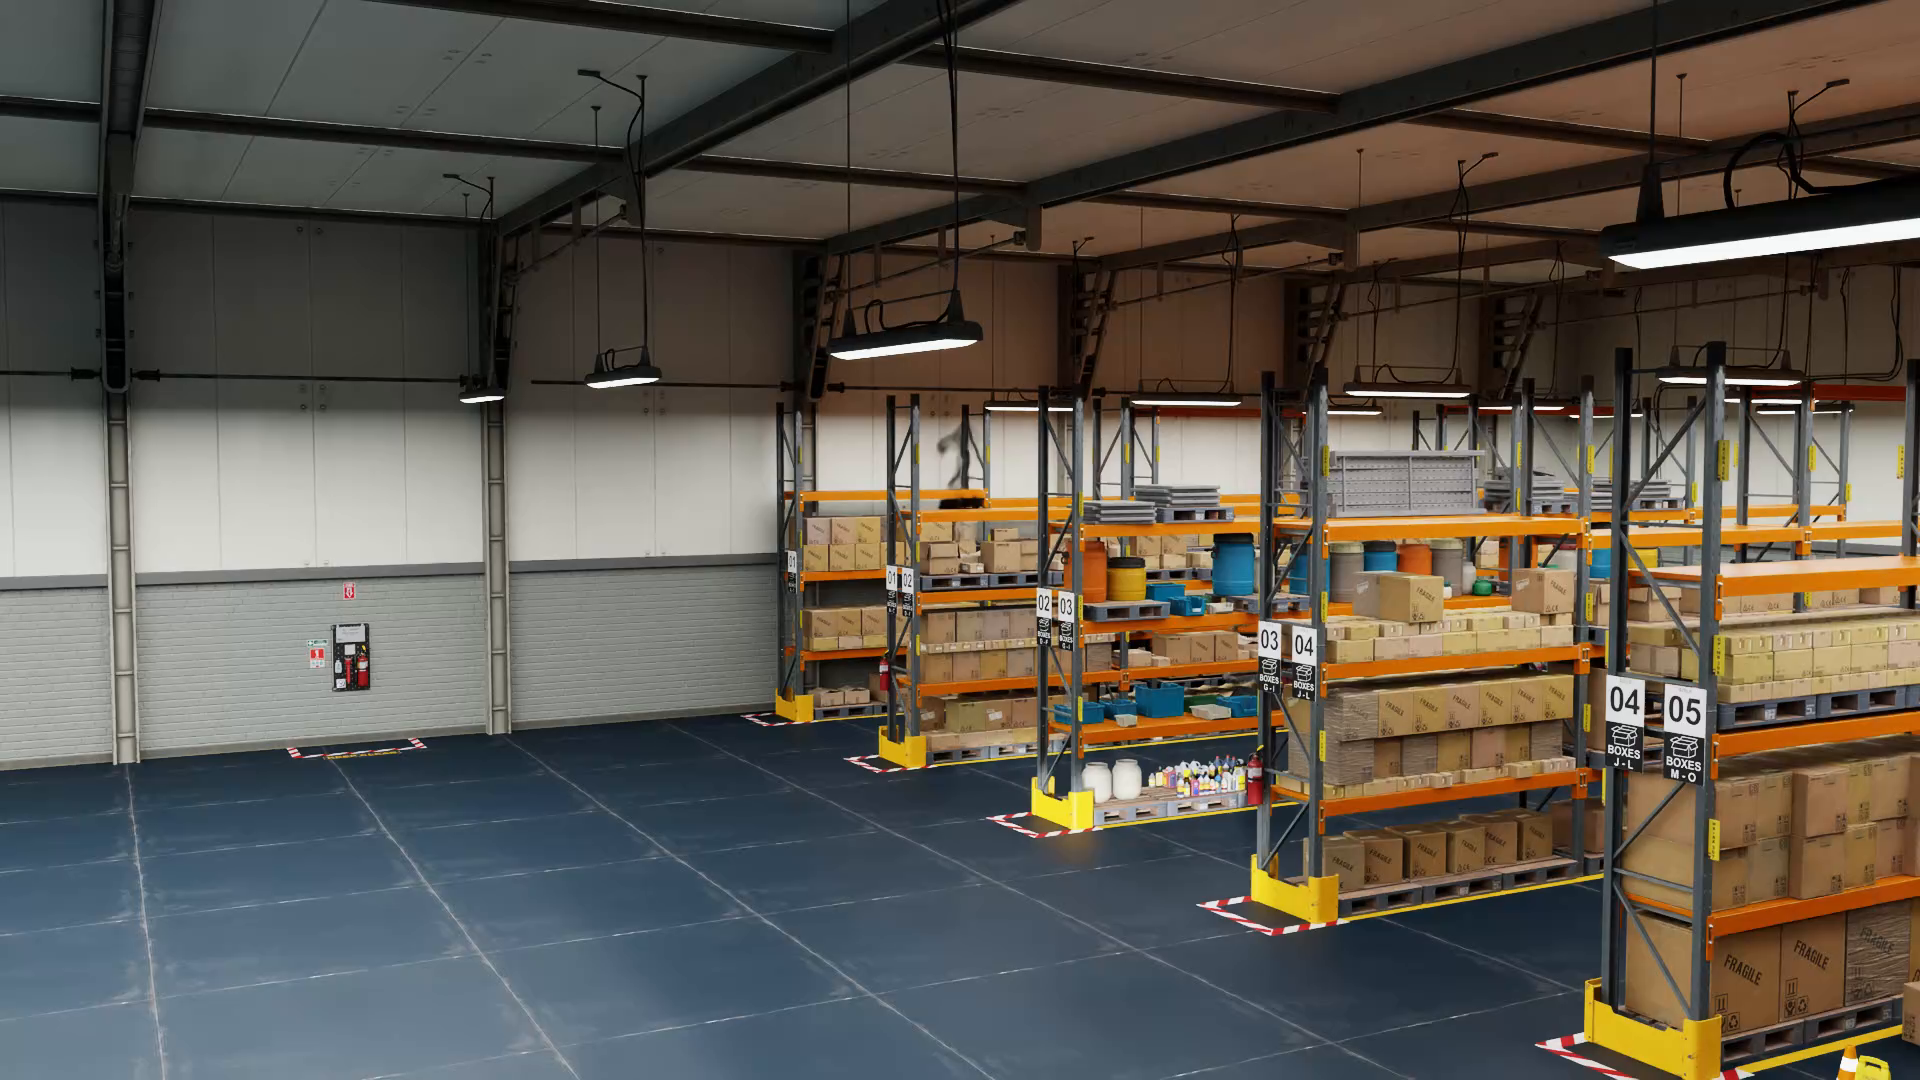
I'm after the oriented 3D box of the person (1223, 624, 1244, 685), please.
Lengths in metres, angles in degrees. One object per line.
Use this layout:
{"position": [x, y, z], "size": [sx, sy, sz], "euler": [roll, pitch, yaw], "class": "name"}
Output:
{"position": [5.471, 2.437, 33.632], "size": [0.530, 1.659, 0.605], "euler": [-2, 4, -29], "class": "person"}
